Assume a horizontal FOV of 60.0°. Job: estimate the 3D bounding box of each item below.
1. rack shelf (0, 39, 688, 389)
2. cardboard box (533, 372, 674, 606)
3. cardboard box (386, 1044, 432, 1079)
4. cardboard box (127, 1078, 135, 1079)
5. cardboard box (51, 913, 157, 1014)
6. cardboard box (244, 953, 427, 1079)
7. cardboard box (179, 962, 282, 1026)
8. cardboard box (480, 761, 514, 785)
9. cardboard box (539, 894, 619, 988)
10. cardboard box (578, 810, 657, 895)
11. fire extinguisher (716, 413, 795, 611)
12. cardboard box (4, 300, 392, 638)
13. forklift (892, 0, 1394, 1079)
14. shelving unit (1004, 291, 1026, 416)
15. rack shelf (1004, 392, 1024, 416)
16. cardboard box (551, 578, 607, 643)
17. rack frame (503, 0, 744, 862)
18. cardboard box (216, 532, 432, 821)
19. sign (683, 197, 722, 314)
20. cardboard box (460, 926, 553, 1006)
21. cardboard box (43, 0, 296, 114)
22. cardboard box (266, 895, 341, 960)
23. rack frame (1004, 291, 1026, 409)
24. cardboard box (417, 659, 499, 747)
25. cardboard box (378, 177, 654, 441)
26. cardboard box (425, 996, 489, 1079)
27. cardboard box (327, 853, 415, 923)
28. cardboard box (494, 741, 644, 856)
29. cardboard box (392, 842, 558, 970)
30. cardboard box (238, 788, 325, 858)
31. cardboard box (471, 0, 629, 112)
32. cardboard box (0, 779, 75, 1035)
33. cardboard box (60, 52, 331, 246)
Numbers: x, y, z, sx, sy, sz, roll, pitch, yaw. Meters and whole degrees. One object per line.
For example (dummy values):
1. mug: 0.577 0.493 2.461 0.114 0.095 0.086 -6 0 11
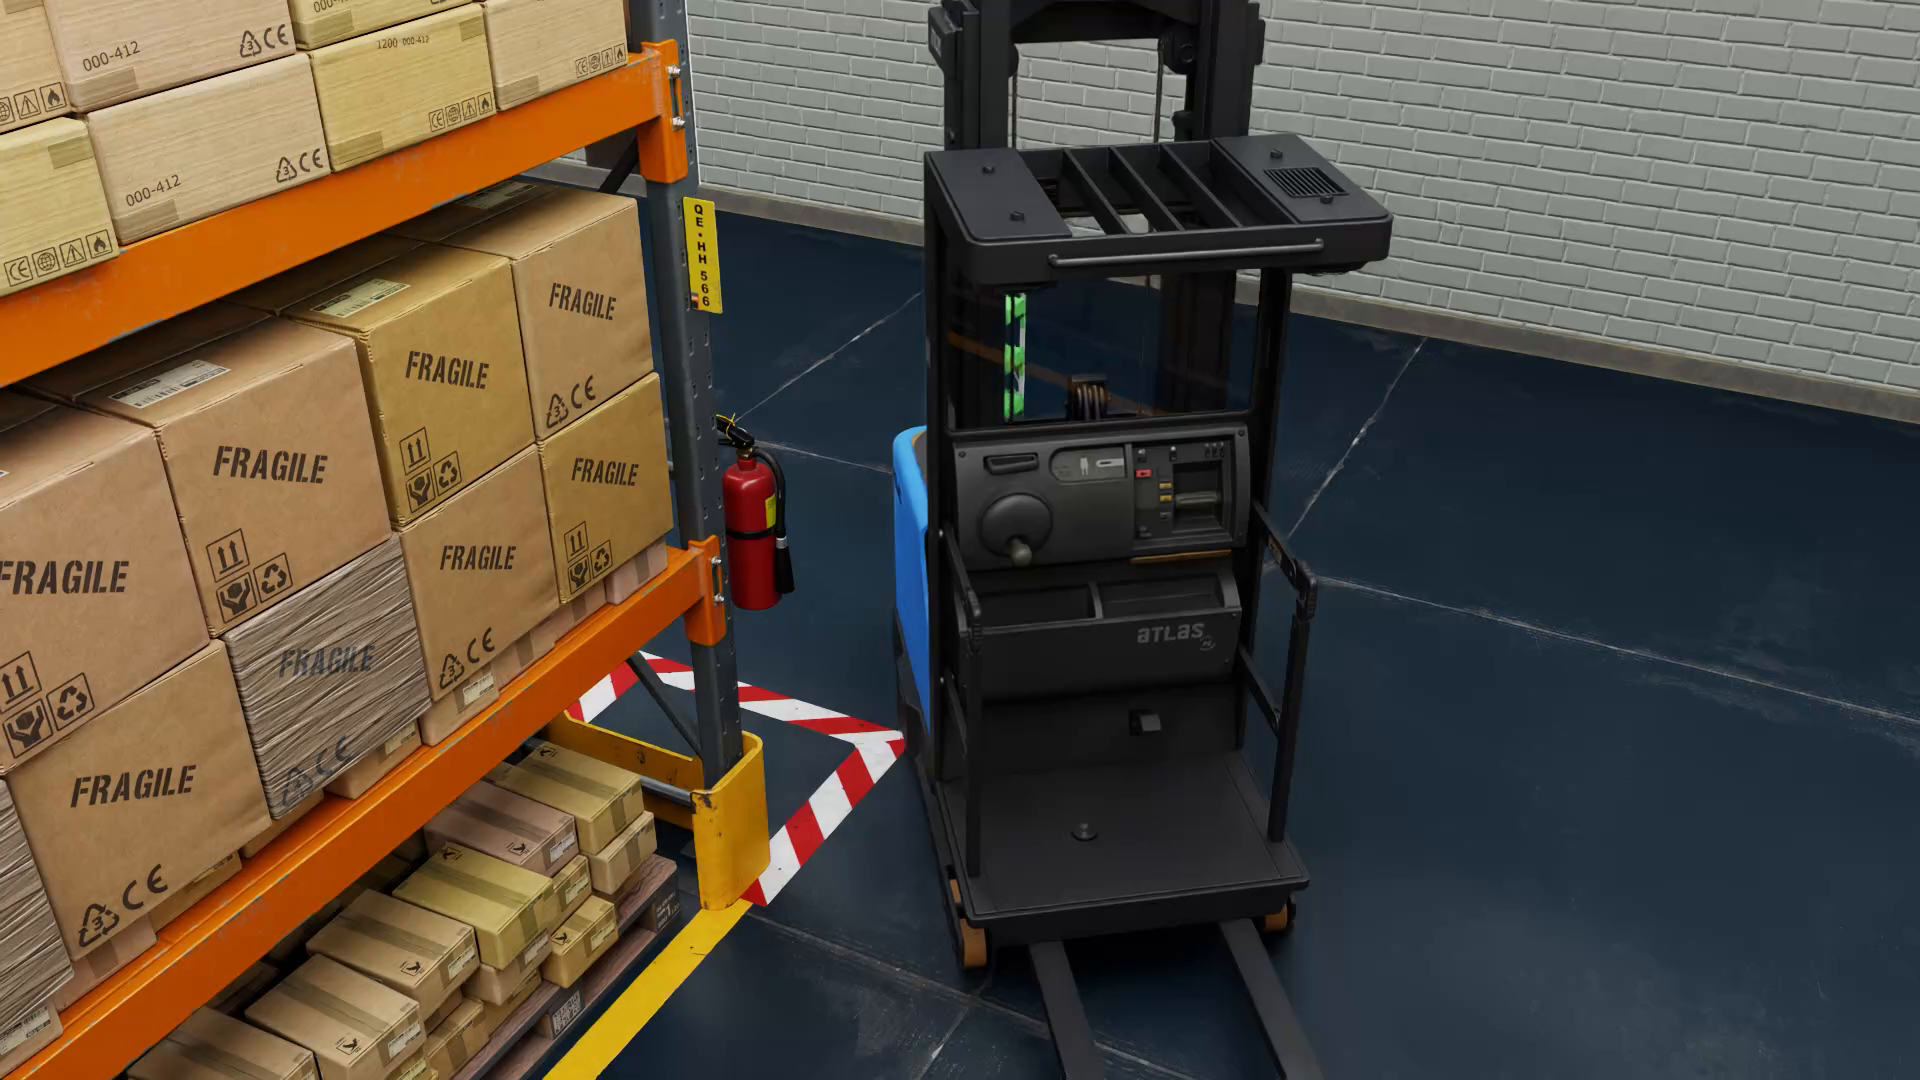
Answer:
1. rack shelf: -2.113 -0.389 3.126 1.077 0.370 4.000 14 33 23
2. cardboard box: -1.177 -0.202 4.690 0.500 0.500 0.500 15 33 24
3. cardboard box: -1.647 1.400 4.442 0.380 0.149 0.250 15 33 24
4. cardboard box: -1.948 1.490 3.987 0.380 0.149 0.250 14 33 24
5. cardboard box: -1.966 0.820 3.563 0.380 0.149 0.250 16 33 25
6. cardboard box: -1.635 1.276 4.360 0.380 0.149 0.250 16 33 25
7. cardboard box: -2.126 1.278 4.655 0.380 0.149 0.250 13 32 21
8. cardboard box: -1.669 0.812 5.466 0.380 0.149 0.250 16 33 25
9. cardboard box: -1.283 1.185 5.115 0.380 0.149 0.250 15 33 25
10. cardboard box: -1.188 0.937 5.249 0.380 0.149 0.250 13 32 22
11. fire extinguisher: -0.676 -0.099 5.362 0.296 0.674 0.183 14 33 23
12. cardboard box: -1.648 -0.176 3.642 0.500 0.500 0.500 16 34 26
13. forklift: 0.483 -0.089 4.962 1.130 2.935 3.031 -5 30 -8
14. shelving unit: 0.075 -0.594 7.579 0.258 1.200 0.503 14 33 23
15. rack shelf: 0.075 -0.538 7.611 0.258 0.148 0.480 14 33 23
16. cardboard box: -1.245 0.132 4.759 0.380 0.149 0.250 14 33 23
17. rack frame: -1.201 -0.287 5.237 1.000 3.000 0.127 14 33 23
18. cardboard box: -1.639 0.252 3.899 0.500 0.500 0.500 14 33 23
19. sign: -0.717 -0.791 4.636 0.100 0.325 0.005 14 33 23
20. cardboard box: -1.423 1.168 4.847 0.380 0.149 0.250 13 32 21
21. cardboard box: -1.652 -1.024 3.158 0.500 0.250 0.500 15 33 24
22. cardboard box: -2.029 1.025 4.796 0.380 0.149 0.250 13 32 21
23. rack frame: 0.187 -0.702 7.767 0.240 1.200 0.015 14 33 23
24. cardboard box: -1.441 0.365 4.354 0.380 0.149 0.250 15 33 25
25. cardboard box: -1.188 -0.634 4.438 0.500 0.500 0.500 14 33 22
26. cardboard box: -1.581 1.395 4.750 0.380 0.149 0.250 15 33 24
27. cardboard box: -1.876 1.050 5.053 0.380 0.149 0.250 15 33 24
28. cardboard box: -1.217 0.801 5.186 0.380 0.149 0.250 15 33 24
29. cardboard box: -1.387 1.043 4.764 0.380 0.149 0.250 14 33 22
30. cardboard box: -1.764 0.582 3.977 0.380 0.149 0.250 13 32 21
31. cardboard box: -1.173 -1.261 4.072 0.500 0.250 0.500 14 33 22
32. cardboard box: -2.093 0.716 3.093 0.500 0.500 0.500 14 33 22
33. cardboard box: -1.637 -0.816 3.298 0.500 0.250 0.500 16 33 25
